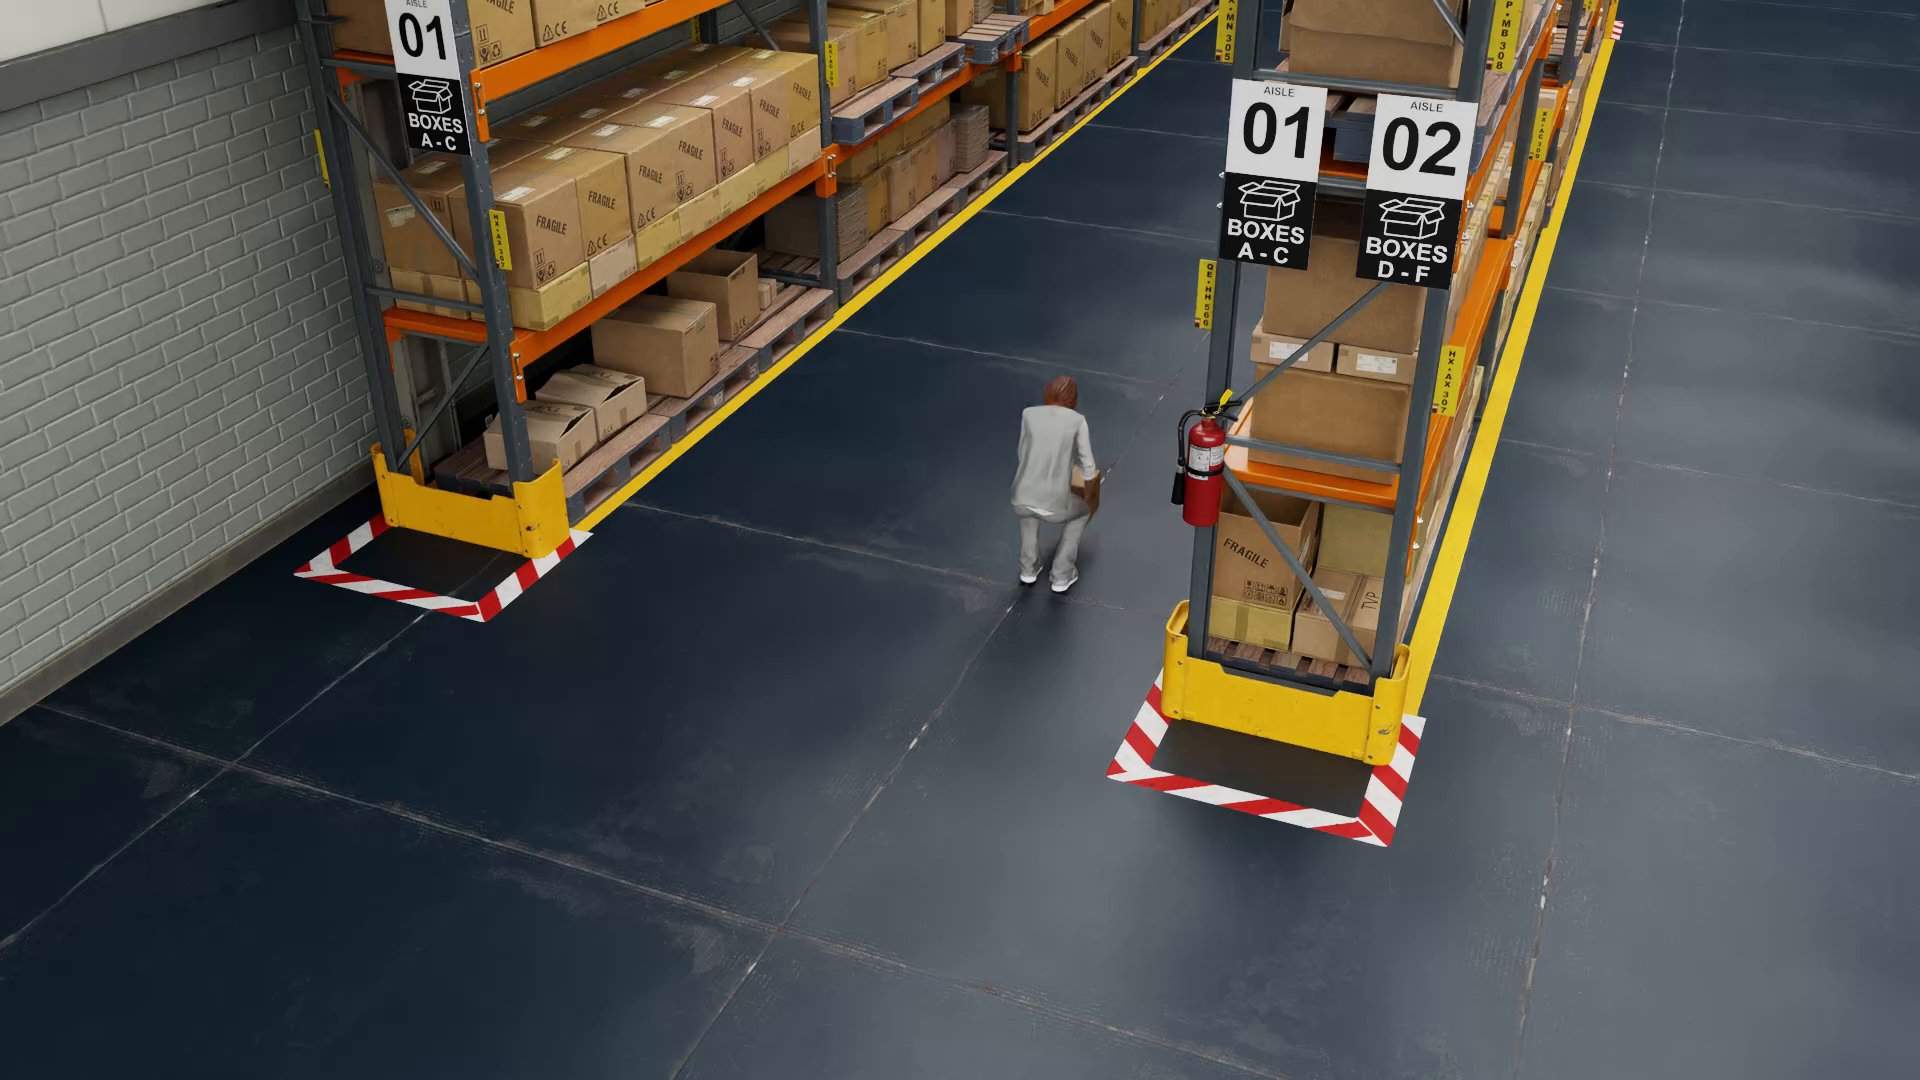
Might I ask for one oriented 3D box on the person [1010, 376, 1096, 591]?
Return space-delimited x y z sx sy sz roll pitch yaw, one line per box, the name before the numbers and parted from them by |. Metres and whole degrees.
person | 0.493 -0.290 9.375 0.464 1.122 0.730 12 32 19
